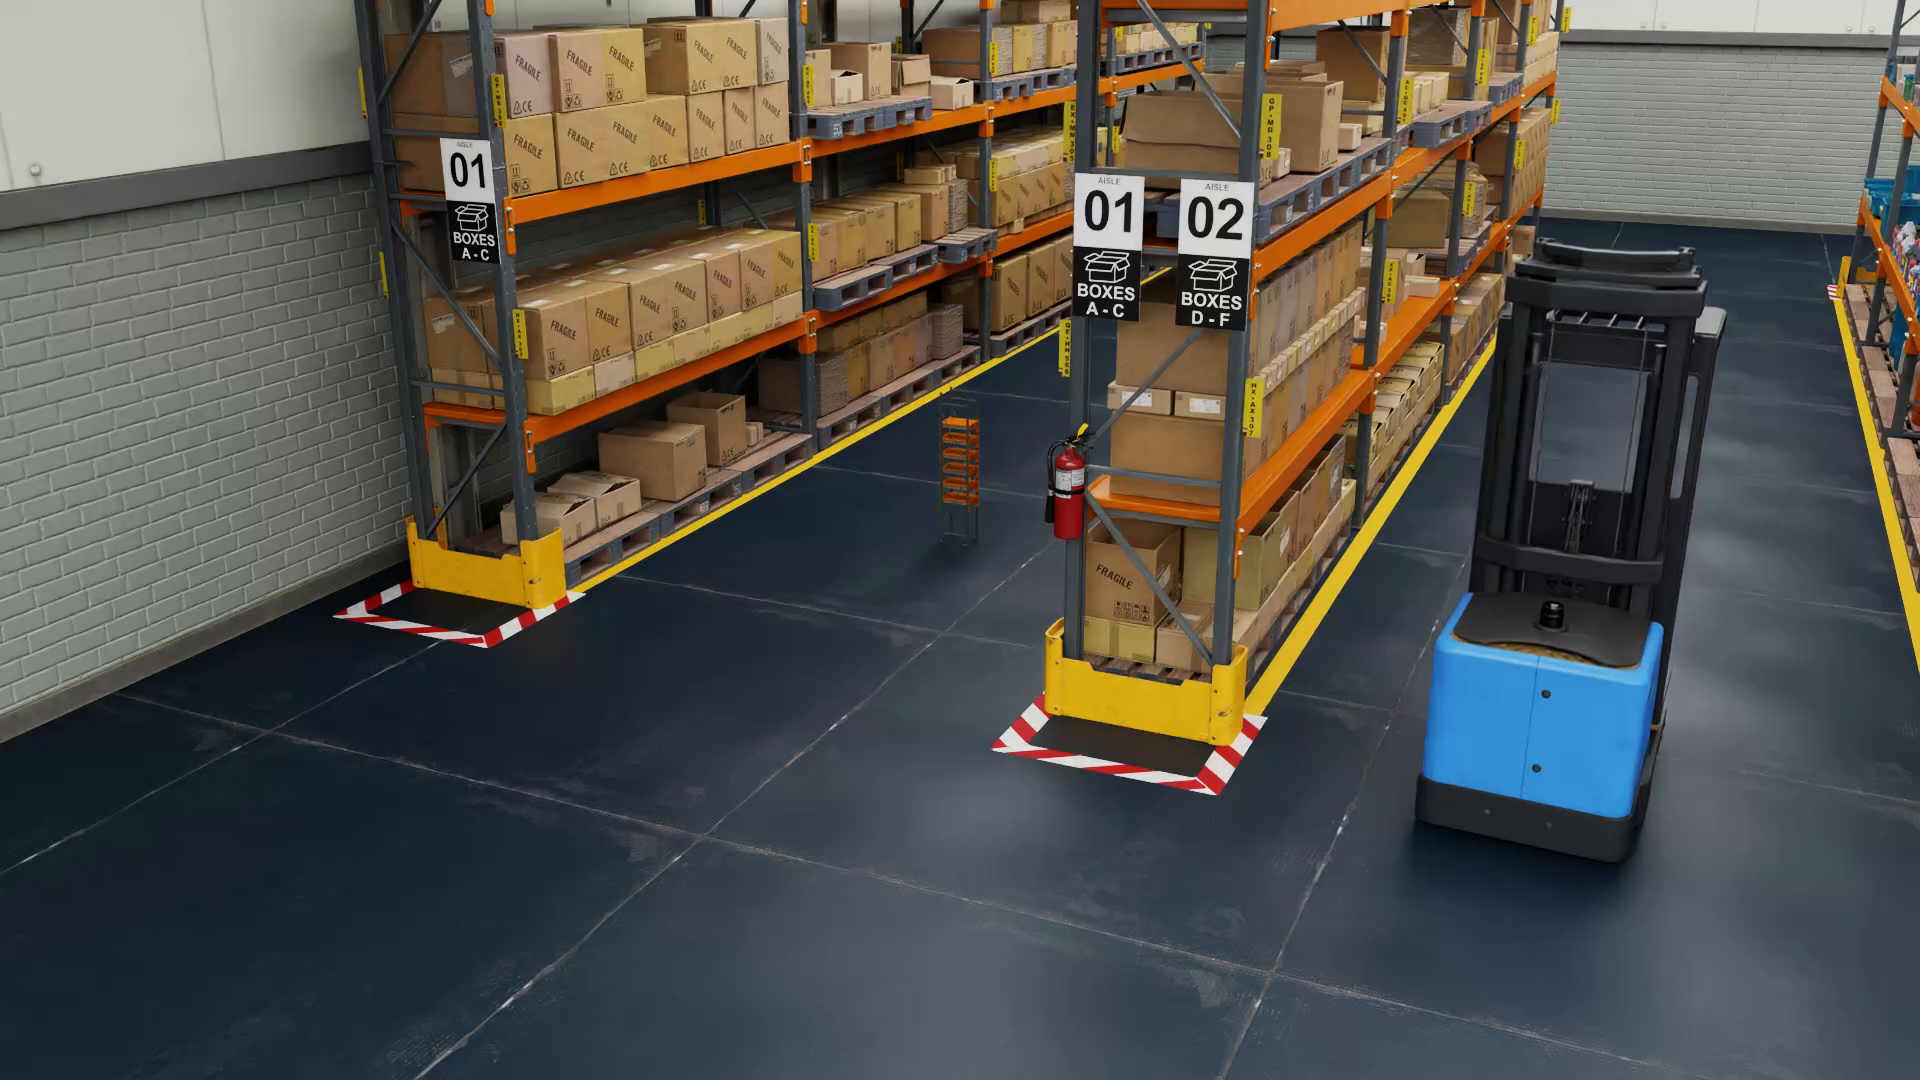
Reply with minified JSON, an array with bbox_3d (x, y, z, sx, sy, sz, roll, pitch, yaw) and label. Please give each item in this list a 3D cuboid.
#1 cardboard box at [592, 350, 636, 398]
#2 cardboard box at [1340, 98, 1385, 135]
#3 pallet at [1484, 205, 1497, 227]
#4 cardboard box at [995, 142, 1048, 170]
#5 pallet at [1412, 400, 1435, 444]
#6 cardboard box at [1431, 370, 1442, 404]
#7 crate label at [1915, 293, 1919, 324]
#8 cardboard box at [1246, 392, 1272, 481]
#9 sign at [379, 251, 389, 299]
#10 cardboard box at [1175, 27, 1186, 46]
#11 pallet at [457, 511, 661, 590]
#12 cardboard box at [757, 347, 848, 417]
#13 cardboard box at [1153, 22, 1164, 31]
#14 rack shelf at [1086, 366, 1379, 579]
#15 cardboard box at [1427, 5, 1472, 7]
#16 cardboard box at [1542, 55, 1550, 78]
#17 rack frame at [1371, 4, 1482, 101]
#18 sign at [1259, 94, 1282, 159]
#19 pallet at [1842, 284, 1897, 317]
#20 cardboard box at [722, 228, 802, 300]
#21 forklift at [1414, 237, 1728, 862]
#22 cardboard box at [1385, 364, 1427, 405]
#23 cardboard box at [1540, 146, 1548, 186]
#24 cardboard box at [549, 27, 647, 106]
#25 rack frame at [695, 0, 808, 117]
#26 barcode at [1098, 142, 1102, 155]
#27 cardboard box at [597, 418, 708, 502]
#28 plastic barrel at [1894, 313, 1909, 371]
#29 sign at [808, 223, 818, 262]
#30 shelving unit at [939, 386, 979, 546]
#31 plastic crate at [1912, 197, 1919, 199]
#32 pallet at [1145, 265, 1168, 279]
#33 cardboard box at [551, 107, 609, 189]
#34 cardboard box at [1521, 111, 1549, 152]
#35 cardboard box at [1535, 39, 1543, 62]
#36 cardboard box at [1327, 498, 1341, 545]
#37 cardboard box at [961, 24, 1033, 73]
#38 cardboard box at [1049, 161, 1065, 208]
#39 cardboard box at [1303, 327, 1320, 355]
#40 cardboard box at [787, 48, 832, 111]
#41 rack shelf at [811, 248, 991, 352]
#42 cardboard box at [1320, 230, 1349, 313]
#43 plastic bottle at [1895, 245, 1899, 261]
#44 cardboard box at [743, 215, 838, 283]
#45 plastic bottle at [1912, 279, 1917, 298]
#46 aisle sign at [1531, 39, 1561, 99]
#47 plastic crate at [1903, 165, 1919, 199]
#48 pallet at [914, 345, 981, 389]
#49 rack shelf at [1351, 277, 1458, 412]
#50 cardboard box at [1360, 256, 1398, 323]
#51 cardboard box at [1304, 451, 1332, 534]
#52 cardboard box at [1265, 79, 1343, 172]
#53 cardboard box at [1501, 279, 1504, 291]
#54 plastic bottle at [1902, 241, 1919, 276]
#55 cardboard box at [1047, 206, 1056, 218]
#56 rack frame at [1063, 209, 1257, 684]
[{"bbox_3d":[-2.729,-1.238,12.168,0.500,0.250,0.500,8,21,21],"label":"cardboard box"},{"bbox_3d":[3.001,-3.305,12.906,0.500,0.250,0.500,11,22,28],"label":"cardboard box"},{"bbox_3d":[5.589,-3.703,19.192,1.003,0.211,1.213,9,21,23],"label":"pallet"},{"bbox_3d":[0.699,-4.450,19.263,0.500,0.250,0.500,9,21,23],"label":"cardboard box"},{"bbox_3d":[4.005,-1.240,16.141,1.003,0.211,1.213,9,21,23],"label":"pallet"},{"bbox_3d":[4.385,-1.508,16.210,0.500,0.250,0.500,9,22,24],"label":"cardboard box"},{"bbox_3d":[8.381,-1.963,14.262,0.303,0.233,0.416,9,21,23],"label":"crate label"},{"bbox_3d":[1.516,-0.704,10.322,0.700,0.500,0.500,9,22,24],"label":"cardboard box"},{"bbox_3d":[-3.917,-1.810,11.382,0.100,0.325,0.005,9,21,23],"label":"sign"},{"bbox_3d":[2.864,-7.092,23.406,0.500,0.250,0.500,8,21,21],"label":"cardboard box"},{"bbox_3d":[-3.023,0.014,12.615,1.003,0.211,1.213,9,21,23],"label":"pallet"},{"bbox_3d":[-1.494,-1.513,15.820,0.700,0.500,0.500,9,22,25],"label":"cardboard box"},{"bbox_3d":[2.445,-7.132,22.398,0.500,0.500,0.500,9,21,23],"label":"cardboard box"},{"bbox_3d":[1.921,-0.627,11.329,1.077,0.370,4.000,9,21,23],"label":"rack shelf"},{"bbox_3d":[4.980,-5.176,16.928,0.500,0.500,0.500,9,21,23],"label":"cardboard box"},{"bbox_3d":[7.277,-6.089,21.361,0.500,0.250,0.500,9,21,23],"label":"cardboard box"},{"bbox_3d":[4.378,-5.627,15.361,1.000,3.000,0.127,9,21,23],"label":"rack frame"},{"bbox_3d":[1.606,-2.139,8.608,0.100,0.325,0.005,9,21,23],"label":"sign"},{"bbox_3d":[11.799,-3.004,21.102,1.003,0.211,1.213,9,21,23],"label":"pallet"},{"bbox_3d":[-1.692,-2.361,14.206,0.500,0.500,0.500,8,21,23],"label":"cardboard box"},{"bbox_3d":[3.495,-0.233,9.250,1.130,2.935,3.031,10,22,25],"label":"forklift"},{"bbox_3d":[3.972,-1.459,15.235,0.500,0.311,0.500,8,21,22],"label":"cardboard box"},{"bbox_3d":[7.719,-5.119,22.736,0.500,0.500,0.500,9,22,24],"label":"cardboard box"},{"bbox_3d":[-2.588,-3.363,11.801,0.500,0.500,0.500,9,22,24],"label":"cardboard box"},{"bbox_3d":[-1.781,-5.083,13.831,1.000,3.000,0.127,9,21,23],"label":"rack frame"},{"bbox_3d":[0.786,-2.200,9.335,0.001,0.075,0.075,9,21,23],"label":"barcode"},{"bbox_3d":[-2.474,-0.654,13.404,0.700,0.500,0.500,7,21,19],"label":"cardboard box"},{"bbox_3d":[10.005,-2.171,17.101,0.600,0.901,0.708,9,21,23],"label":"plastic barrel"},{"bbox_3d":[-1.282,-2.592,14.488,0.100,0.325,0.005,9,21,23],"label":"sign"},{"bbox_3d":[-0.006,-0.561,12.755,0.258,1.200,0.189,9,21,23],"label":"shelving unit"},{"bbox_3d":[11.871,-4.108,20.348,0.396,0.136,0.243,9,21,23],"label":"plastic crate"},{"bbox_3d":[2.376,-3.984,23.855,1.003,0.211,1.213,9,21,23],"label":"pallet"},{"bbox_3d":[-2.801,-2.730,11.514,0.500,0.500,0.500,10,22,26],"label":"cardboard box"},{"bbox_3d":[7.517,-5.436,22.135,0.500,0.500,0.500,9,22,24],"label":"cardboard box"},{"bbox_3d":[6.860,-6.020,20.421,0.500,0.250,0.500,9,21,23],"label":"cardboard box"},{"bbox_3d":[2.536,-0.157,12.409,0.500,0.250,0.500,9,21,23],"label":"cardboard box"},{"bbox_3d":[0.411,-5.639,19.066,0.700,0.500,0.500,10,22,25],"label":"cardboard box"},{"bbox_3d":[0.923,-4.259,19.846,0.500,0.500,0.500,9,22,24],"label":"cardboard box"},{"bbox_3d":[2.197,-1.348,11.166,0.380,0.149,0.250,9,22,24],"label":"cardboard box"},{"bbox_3d":[-1.484,-4.070,14.685,0.500,0.500,0.500,12,23,30],"label":"cardboard box"},{"bbox_3d":[-0.962,-2.528,16.675,1.077,0.370,4.000,9,21,23],"label":"rack shelf"},{"bbox_3d":[2.359,-1.945,11.875,0.700,0.500,0.500,8,21,23],"label":"cardboard box"},{"bbox_3d":[9.734,-2.986,17.185,0.097,0.201,0.097,0,20,0],"label":"plastic bottle"},{"bbox_3d":[-1.541,-2.661,15.170,0.700,0.500,0.500,9,21,23],"label":"cardboard box"},{"bbox_3d":[8.870,-2.341,15.371,0.097,0.201,0.097,0,20,0],"label":"plastic bottle"},{"bbox_3d":[7.962,-6.449,22.747,0.394,0.787,0.004,9,21,23],"label":"aisle sign"},{"bbox_3d":[12.205,-4.482,20.952,0.616,0.435,0.499,9,21,23],"label":"plastic crate"},{"bbox_3d":[-0.464,-1.926,18.070,1.003,0.211,1.213,9,21,23],"label":"pallet"},{"bbox_3d":[3.559,-1.850,14.767,1.077,0.370,4.000,9,21,23],"label":"rack shelf"},{"bbox_3d":[3.490,-2.171,14.448,0.500,0.500,0.500,9,21,23],"label":"cardboard box"},{"bbox_3d":[2.333,-0.357,11.853,0.500,0.500,0.500,9,21,23],"label":"cardboard box"},{"bbox_3d":[2.032,-2.549,10.198,0.500,0.500,0.500,9,21,23],"label":"cardboard box"},{"bbox_3d":[6.731,-3.260,21.230,0.380,0.166,0.250,9,21,23],"label":"cardboard box"},{"bbox_3d":[9.374,-2.768,16.349,0.144,0.351,0.185,9,21,23],"label":"plastic bottle"},{"bbox_3d":[0.936,-3.988,20.052,0.380,0.149,0.250,9,22,24],"label":"cardboard box"},{"bbox_3d":[1.102,-0.355,9.489,1.000,3.000,0.127,9,21,23],"label":"rack frame"}]
